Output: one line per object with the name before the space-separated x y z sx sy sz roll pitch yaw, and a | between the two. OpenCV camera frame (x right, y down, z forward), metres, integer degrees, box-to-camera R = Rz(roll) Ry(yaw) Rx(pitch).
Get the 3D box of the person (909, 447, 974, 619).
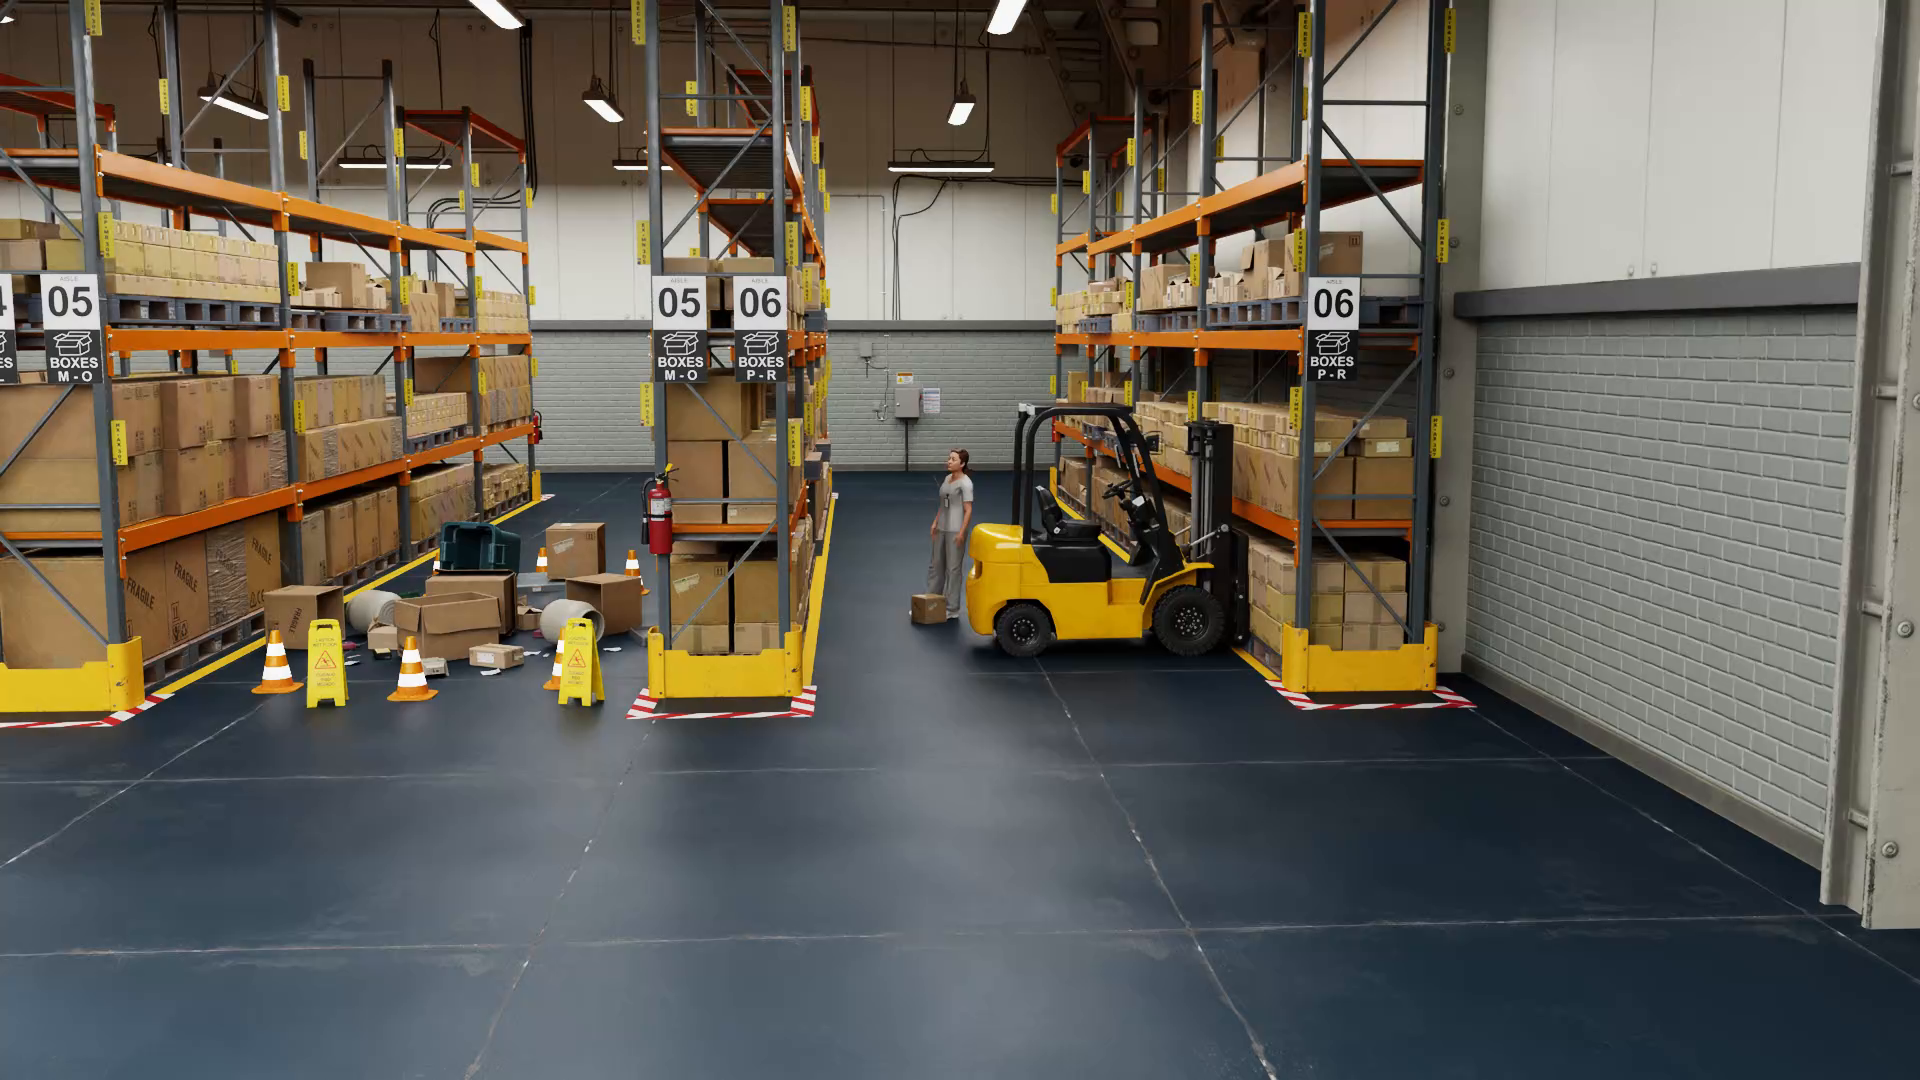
person | -0.142 -0.065 16.219 0.548 1.673 0.550 -4 8 -33
